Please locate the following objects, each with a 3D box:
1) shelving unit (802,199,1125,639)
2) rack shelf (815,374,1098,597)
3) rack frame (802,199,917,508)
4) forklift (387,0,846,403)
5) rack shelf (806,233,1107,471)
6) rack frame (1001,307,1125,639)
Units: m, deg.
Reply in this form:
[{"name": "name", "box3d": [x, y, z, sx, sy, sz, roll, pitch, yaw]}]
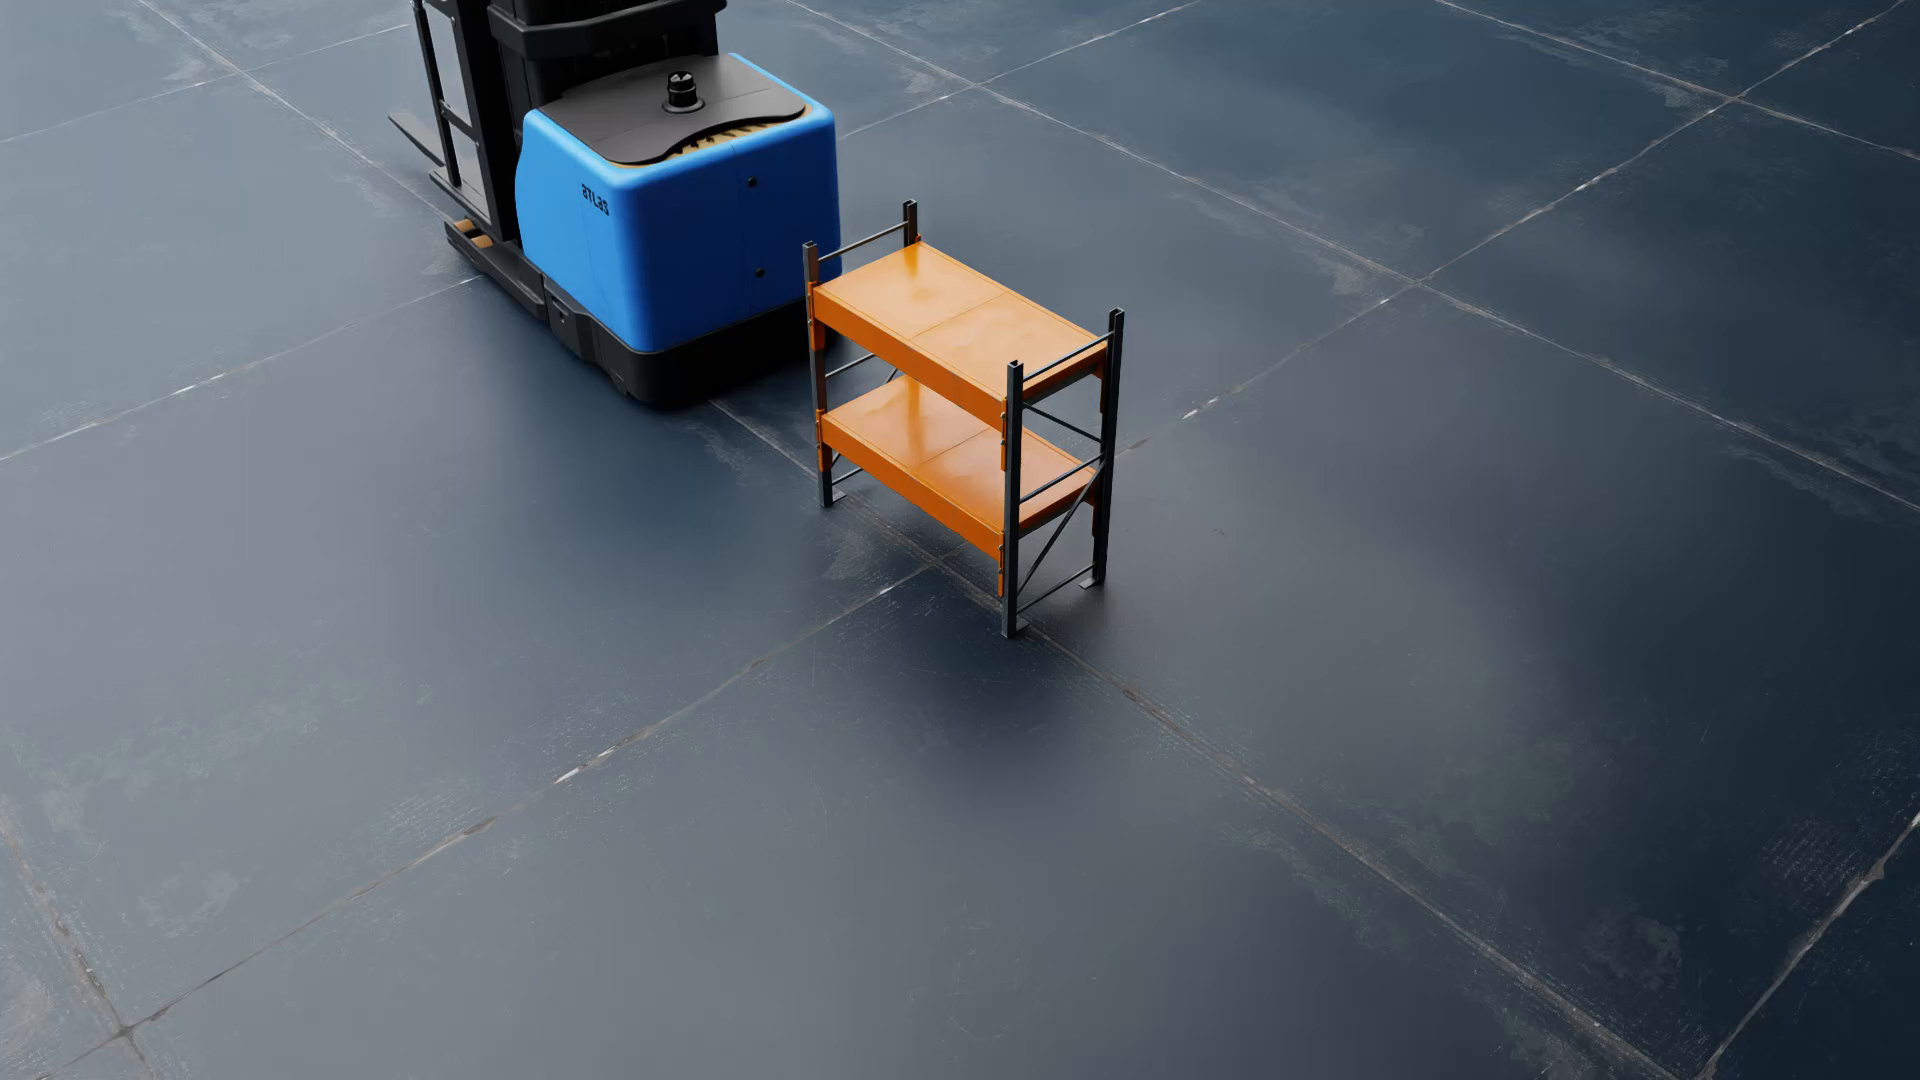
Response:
[{"name": "shelving unit", "box3d": [-0.005, -0.441, 5.900, 0.538, 1.125, 1.048, -30, 48, -32]}, {"name": "rack shelf", "box3d": [-0.005, -0.251, 6.054, 0.538, 0.278, 1.000, -30, 48, -32]}, {"name": "rack frame", "box3d": [-0.348, -0.676, 6.192, 0.500, 1.125, 0.032, -30, 48, -32]}, {"name": "forklift", "box3d": [-1.789, -2.572, 7.102, 1.130, 2.935, 3.031, -26, 46, -28]}, {"name": "rack shelf", "box3d": [-0.005, -0.668, 5.717, 0.538, 0.278, 1.000, -30, 48, -32]}, {"name": "rack frame", "box3d": [0.339, -0.205, 5.609, 0.500, 1.125, 0.032, -30, 48, -32]}]
